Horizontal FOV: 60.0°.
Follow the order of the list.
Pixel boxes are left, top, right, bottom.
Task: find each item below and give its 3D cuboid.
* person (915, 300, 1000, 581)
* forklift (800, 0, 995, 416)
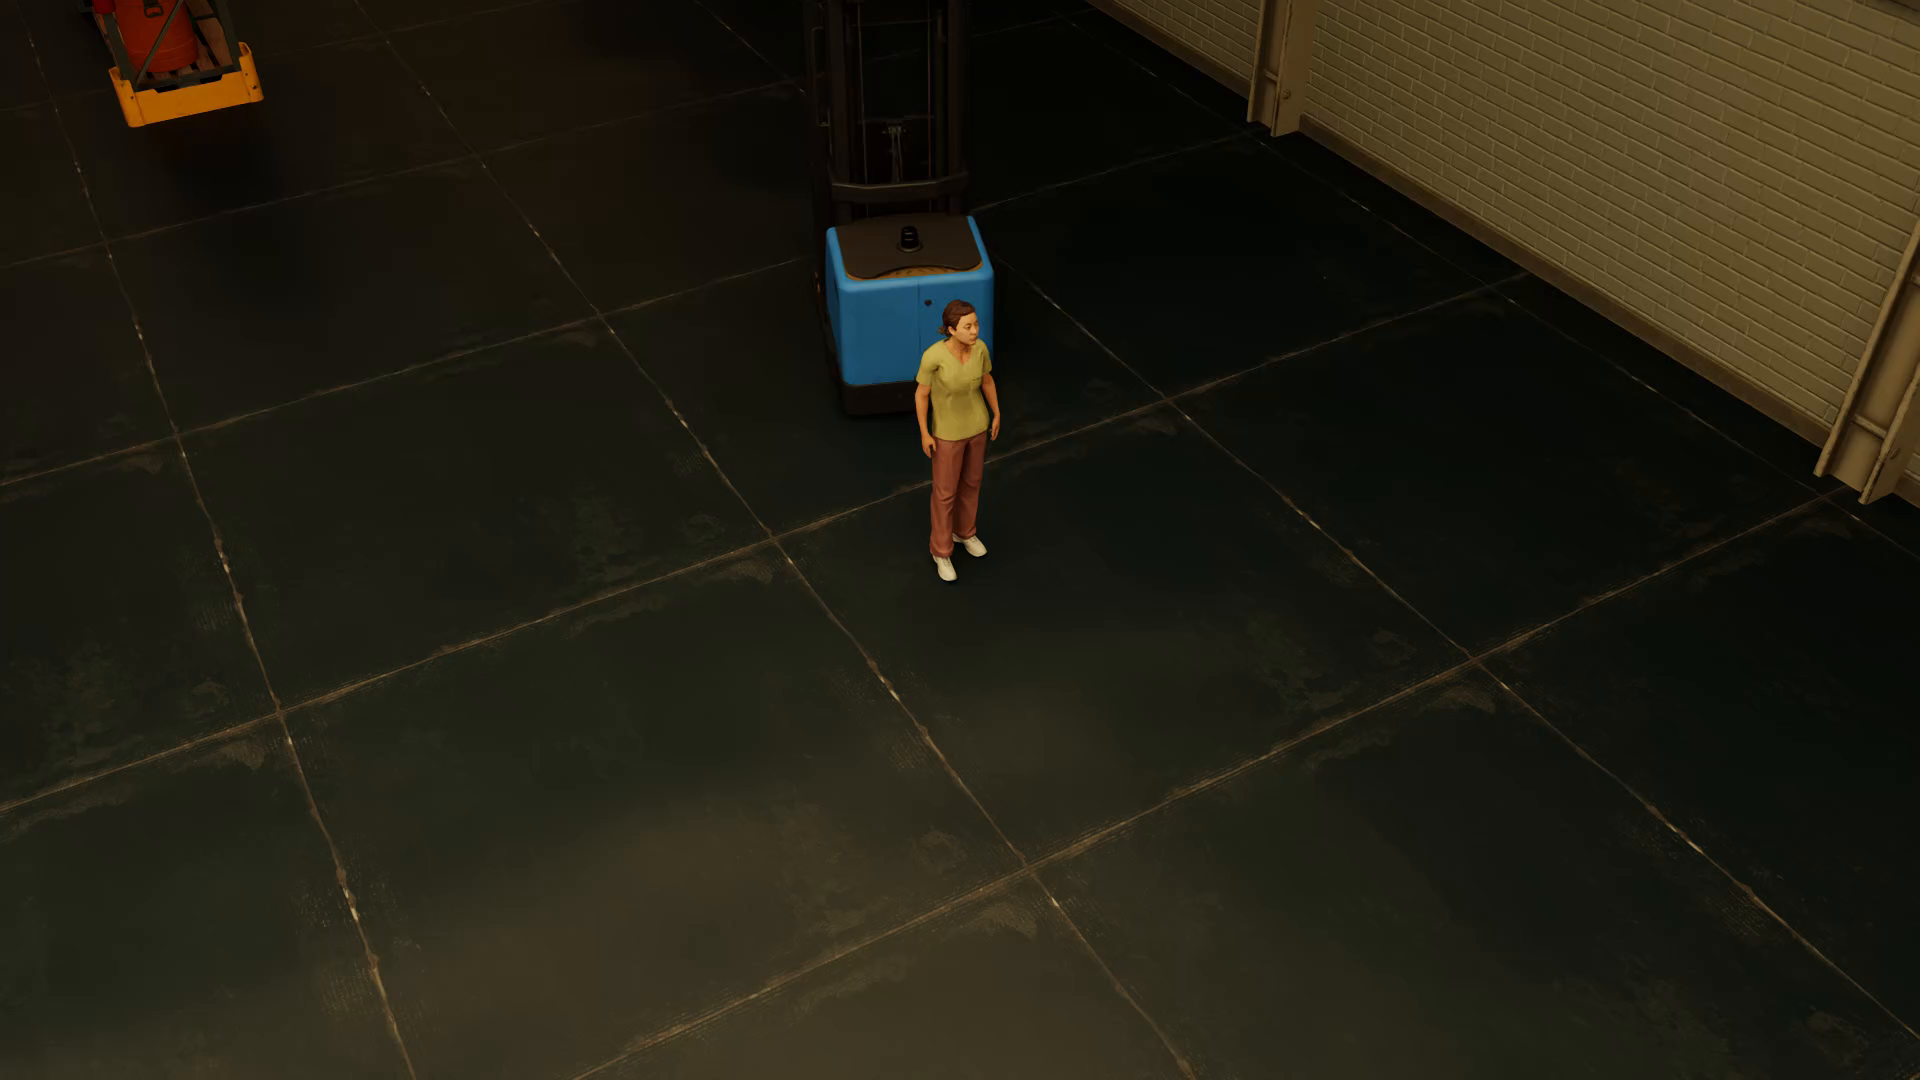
[{"bbox_3d":[0.027,-0.606,9.738,0.553,1.673,0.548,-20,44,-23],"label":"person"},{"bbox_3d":[-0.522,-2.910,11.545,1.130,2.935,3.031,-6,40,-8],"label":"forklift"}]
